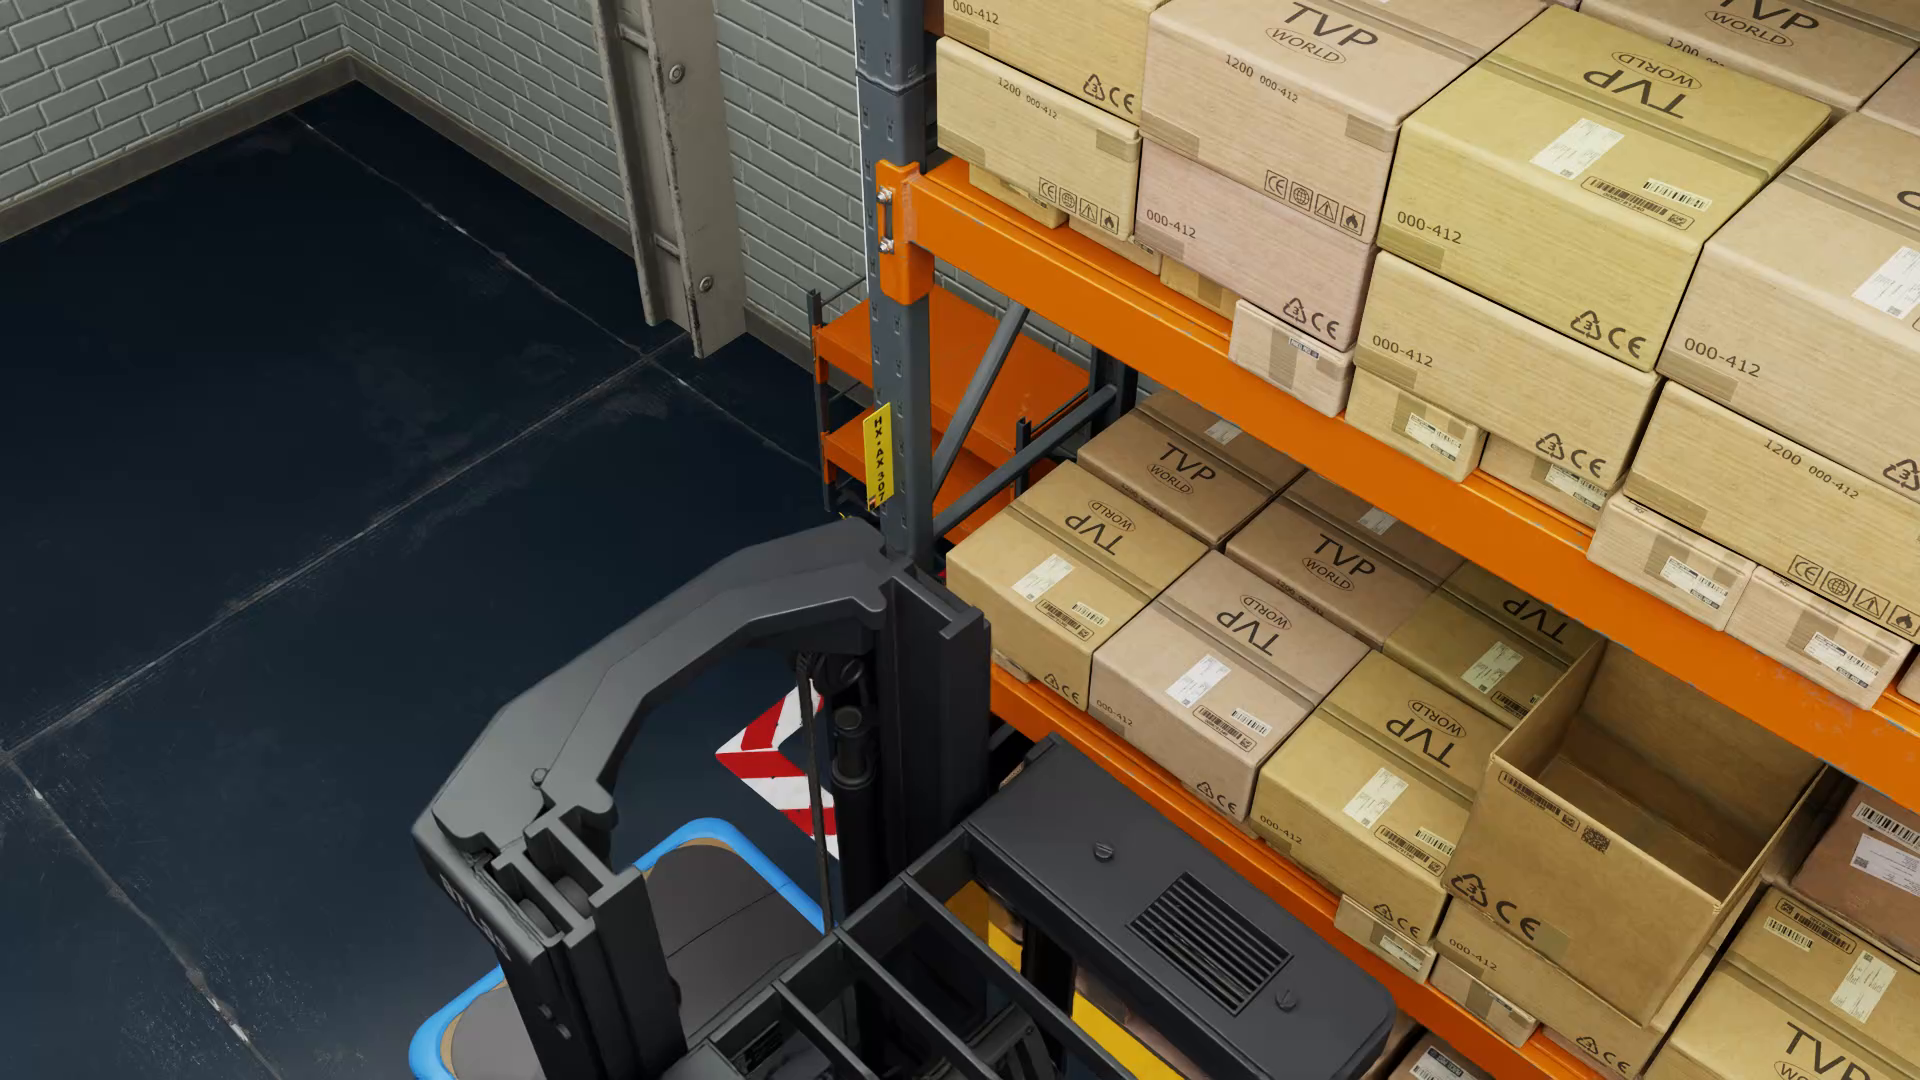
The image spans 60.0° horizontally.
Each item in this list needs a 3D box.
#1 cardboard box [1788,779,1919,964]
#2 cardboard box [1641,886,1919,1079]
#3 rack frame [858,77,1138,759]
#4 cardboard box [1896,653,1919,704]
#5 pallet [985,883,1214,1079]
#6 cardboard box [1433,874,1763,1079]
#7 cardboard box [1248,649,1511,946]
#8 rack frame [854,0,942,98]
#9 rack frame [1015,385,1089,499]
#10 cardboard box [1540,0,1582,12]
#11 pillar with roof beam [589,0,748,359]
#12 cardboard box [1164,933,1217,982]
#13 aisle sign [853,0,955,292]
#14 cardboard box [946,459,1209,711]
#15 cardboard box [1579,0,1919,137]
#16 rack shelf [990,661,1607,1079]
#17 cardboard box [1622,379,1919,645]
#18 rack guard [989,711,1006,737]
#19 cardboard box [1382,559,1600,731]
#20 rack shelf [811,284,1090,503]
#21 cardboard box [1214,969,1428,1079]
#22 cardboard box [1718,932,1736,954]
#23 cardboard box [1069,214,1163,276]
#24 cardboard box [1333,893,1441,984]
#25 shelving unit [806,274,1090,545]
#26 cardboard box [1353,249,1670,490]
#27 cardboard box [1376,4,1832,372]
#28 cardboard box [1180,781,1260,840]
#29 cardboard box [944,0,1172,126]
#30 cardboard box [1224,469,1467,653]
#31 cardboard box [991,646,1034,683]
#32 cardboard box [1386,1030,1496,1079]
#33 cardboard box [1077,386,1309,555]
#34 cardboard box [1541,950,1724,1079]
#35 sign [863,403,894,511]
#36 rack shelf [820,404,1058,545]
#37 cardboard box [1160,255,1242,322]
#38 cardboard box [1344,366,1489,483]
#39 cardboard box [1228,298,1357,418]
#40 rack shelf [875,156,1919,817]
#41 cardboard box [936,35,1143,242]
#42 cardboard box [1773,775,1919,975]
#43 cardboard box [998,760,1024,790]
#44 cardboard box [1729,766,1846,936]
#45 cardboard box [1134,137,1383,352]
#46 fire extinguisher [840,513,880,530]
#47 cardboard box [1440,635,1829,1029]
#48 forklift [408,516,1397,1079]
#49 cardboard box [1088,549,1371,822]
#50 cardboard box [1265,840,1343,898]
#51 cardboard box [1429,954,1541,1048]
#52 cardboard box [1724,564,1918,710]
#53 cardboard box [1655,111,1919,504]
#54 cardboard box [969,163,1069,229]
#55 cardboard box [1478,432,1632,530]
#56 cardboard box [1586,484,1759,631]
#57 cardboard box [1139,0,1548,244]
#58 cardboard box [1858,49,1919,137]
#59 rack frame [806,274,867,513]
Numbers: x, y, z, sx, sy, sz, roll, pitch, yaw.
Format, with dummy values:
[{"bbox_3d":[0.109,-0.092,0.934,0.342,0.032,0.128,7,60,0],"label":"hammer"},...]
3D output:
[{"bbox_3d":[2.186,0.585,3.528,0.500,0.500,0.500,32,55,27],"label":"cardboard box"},{"bbox_3d":[1.825,1.106,3.553,0.500,0.250,0.500,34,55,27],"label":"cardboard box"},{"bbox_3d":[0.161,-0.207,4.887,0.127,3.000,1.000,34,55,28],"label":"rack frame"},{"bbox_3d":[1.723,0.157,2.659,0.250,0.149,0.380,34,56,28],"label":"cardboard box"},{"bbox_3d":[0.803,1.179,5.499,1.213,0.211,1.003,34,55,28],"label":"pallet"},{"bbox_3d":[1.447,0.851,3.793,0.500,0.250,0.500,33,55,27],"label":"cardboard box"},{"bbox_3d":[1.057,0.609,4.019,0.500,0.250,0.500,33,55,27],"label":"cardboard box"},{"bbox_3d":[0.161,-2.260,2.700,0.127,3.000,1.000,34,55,28],"label":"rack frame"},{"bbox_3d":[0.369,-0.137,6.107,0.032,1.125,0.500,34,55,28],"label":"rack frame"},{"bbox_3d":[1.059,-1.128,3.249,0.500,0.250,0.500,32,55,27],"label":"cardboard box"},{"bbox_3d":[-4.129,-1.770,2.239,0.400,9.000,9.100,34,55,28],"label":"pillar with roof beam"},{"bbox_3d":[0.832,1.209,5.225,0.250,0.149,0.380,32,54,26],"label":"cardboard box"},{"bbox_3d":[-0.088,-0.973,3.823,0.004,0.787,0.394,34,55,28],"label":"aisle sign"},{"bbox_3d":[0.312,0.111,4.487,0.500,0.250,0.500,34,56,28],"label":"cardboard box"},{"bbox_3d":[1.444,-0.878,3.015,0.500,0.250,0.500,34,56,28],"label":"cardboard box"},{"bbox_3d":[1.631,1.028,4.221,4.000,0.370,1.077,34,55,28],"label":"rack shelf"},{"bbox_3d":[1.453,-0.175,2.698,0.500,0.250,0.500,33,55,27],"label":"cardboard box"},{"bbox_3d":[0.217,0.686,5.763,0.348,0.500,1.175,34,55,28],"label":"rack guard"},{"bbox_3d":[1.418,0.331,4.281,0.500,0.250,0.500,36,56,29],"label":"cardboard box"},{"bbox_3d":[-0.005,-0.588,6.129,1.000,0.278,0.538,34,55,28],"label":"rack shelf"},{"bbox_3d":[1.148,1.302,4.897,0.700,0.500,0.500,-36,56,-29],"label":"cardboard box"},{"bbox_3d":[1.876,0.807,4.107,0.250,0.149,0.380,36,56,29],"label":"cardboard box"},{"bbox_3d":[0.448,-0.750,3.511,0.250,0.149,0.380,35,56,28],"label":"cardboard box"},{"bbox_3d":[1.129,0.852,4.065,0.250,0.149,0.380,32,55,27],"label":"cardboard box"},{"bbox_3d":[-0.005,-0.387,6.342,1.048,1.125,0.538,34,55,28],"label":"shelving unit"},{"bbox_3d":[1.057,-0.418,2.927,0.500,0.250,0.500,32,55,27],"label":"cardboard box"},{"bbox_3d":[1.056,-0.599,2.753,0.500,0.250,0.500,33,55,27],"label":"cardboard box"},{"bbox_3d":[0.796,0.559,4.340,0.250,0.149,0.380,36,56,29],"label":"cardboard box"},{"bbox_3d":[0.317,-1.101,3.225,0.500,0.250,0.500,33,55,27],"label":"cardboard box"},{"bbox_3d":[1.057,0.083,4.513,0.500,0.250,0.500,34,55,28],"label":"cardboard box"},{"bbox_3d":[0.216,0.189,4.688,0.250,0.149,0.380,34,55,27],"label":"cardboard box"},{"bbox_3d":[1.469,1.617,4.601,0.500,0.500,0.500,35,56,28],"label":"cardboard box"},{"bbox_3d":[0.679,-0.172,4.753,0.500,0.250,0.500,36,56,29],"label":"cardboard box"},{"bbox_3d":[1.573,1.062,3.868,0.250,0.149,0.380,34,55,28],"label":"cardboard box"},{"bbox_3d":[-0.207,-0.213,4.298,0.005,0.325,0.100,34,55,28],"label":"sign"},{"bbox_3d":[-0.005,-0.220,6.520,1.000,0.278,0.538,34,55,28],"label":"rack shelf"},{"bbox_3d":[0.625,-0.614,3.384,0.250,0.149,0.380,34,56,28],"label":"cardboard box"},{"bbox_3d":[0.935,-0.310,3.098,0.250,0.149,0.380,34,55,28],"label":"cardboard box"},{"bbox_3d":[0.738,-0.436,3.216,0.250,0.149,0.380,35,56,28],"label":"cardboard box"},{"bbox_3d":[1.631,0.001,3.127,4.000,0.370,1.077,34,55,28],"label":"rack shelf"},{"bbox_3d":[0.302,-0.918,3.396,0.500,0.250,0.500,33,55,27],"label":"cardboard box"},{"bbox_3d":[2.168,0.830,3.812,0.500,0.250,0.500,35,56,28],"label":"cardboard box"},{"bbox_3d":[0.546,0.857,5.312,0.637,0.503,0.797,32,54,26],"label":"cardboard box"},{"bbox_3d":[1.802,0.589,4.038,0.500,0.250,0.500,34,55,28],"label":"cardboard box"},{"bbox_3d":[0.689,-0.678,3.170,0.500,0.250,0.500,35,56,28],"label":"cardboard box"},{"bbox_3d":[-0.261,0.122,4.887,0.183,0.674,0.296,34,55,28],"label":"fire extinguisher"},{"bbox_3d":[1.414,0.596,3.517,0.500,0.500,0.500,35,56,28],"label":"cardboard box"},{"bbox_3d":[0.006,1.482,3.348,1.130,2.935,3.031,-36,56,-29],"label":"forklift"},{"bbox_3d":[0.682,0.360,4.253,0.500,0.250,0.500,35,56,28],"label":"cardboard box"},{"bbox_3d":[0.995,0.687,4.220,0.250,0.149,0.380,35,56,28],"label":"cardboard box"},{"bbox_3d":[1.337,0.971,3.953,0.250,0.149,0.380,35,56,28],"label":"cardboard box"},{"bbox_3d":[1.484,0.065,2.746,0.250,0.149,0.380,35,56,28],"label":"cardboard box"},{"bbox_3d":[1.437,-0.352,2.521,0.500,0.250,0.500,35,56,29],"label":"cardboard box"},{"bbox_3d":[0.237,-0.866,3.620,0.250,0.149,0.380,35,56,28],"label":"cardboard box"},{"bbox_3d":[1.159,-0.221,3.014,0.250,0.149,0.380,33,55,27],"label":"cardboard box"},{"bbox_3d":[1.298,-0.056,2.859,0.250,0.149,0.380,34,55,28],"label":"cardboard box"},{"bbox_3d":[0.678,-0.840,2.979,0.500,0.250,0.500,34,55,27],"label":"cardboard box"},{"bbox_3d":[1.794,-0.617,2.770,0.500,0.250,0.500,34,55,28],"label":"cardboard box"},{"bbox_3d":[-0.380,-0.638,6.578,0.032,1.125,0.500,34,55,28],"label":"rack frame"}]
